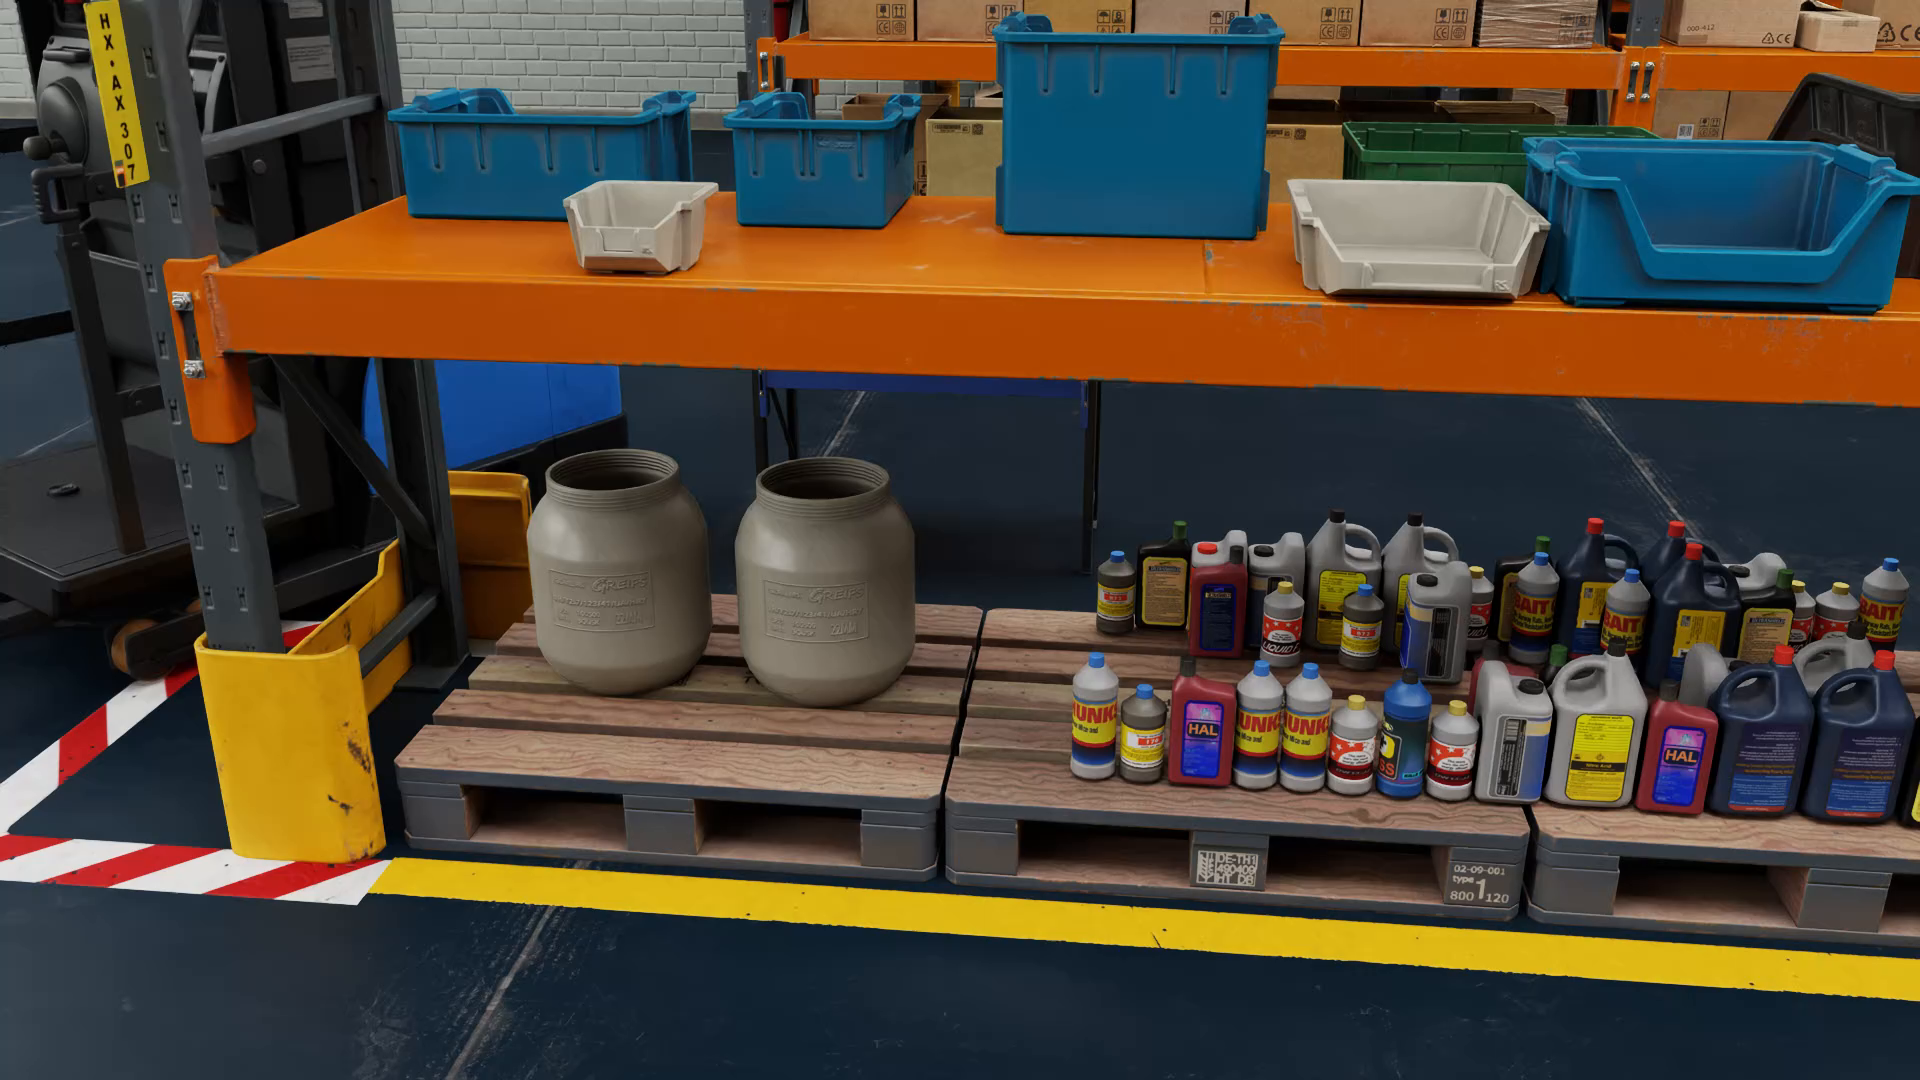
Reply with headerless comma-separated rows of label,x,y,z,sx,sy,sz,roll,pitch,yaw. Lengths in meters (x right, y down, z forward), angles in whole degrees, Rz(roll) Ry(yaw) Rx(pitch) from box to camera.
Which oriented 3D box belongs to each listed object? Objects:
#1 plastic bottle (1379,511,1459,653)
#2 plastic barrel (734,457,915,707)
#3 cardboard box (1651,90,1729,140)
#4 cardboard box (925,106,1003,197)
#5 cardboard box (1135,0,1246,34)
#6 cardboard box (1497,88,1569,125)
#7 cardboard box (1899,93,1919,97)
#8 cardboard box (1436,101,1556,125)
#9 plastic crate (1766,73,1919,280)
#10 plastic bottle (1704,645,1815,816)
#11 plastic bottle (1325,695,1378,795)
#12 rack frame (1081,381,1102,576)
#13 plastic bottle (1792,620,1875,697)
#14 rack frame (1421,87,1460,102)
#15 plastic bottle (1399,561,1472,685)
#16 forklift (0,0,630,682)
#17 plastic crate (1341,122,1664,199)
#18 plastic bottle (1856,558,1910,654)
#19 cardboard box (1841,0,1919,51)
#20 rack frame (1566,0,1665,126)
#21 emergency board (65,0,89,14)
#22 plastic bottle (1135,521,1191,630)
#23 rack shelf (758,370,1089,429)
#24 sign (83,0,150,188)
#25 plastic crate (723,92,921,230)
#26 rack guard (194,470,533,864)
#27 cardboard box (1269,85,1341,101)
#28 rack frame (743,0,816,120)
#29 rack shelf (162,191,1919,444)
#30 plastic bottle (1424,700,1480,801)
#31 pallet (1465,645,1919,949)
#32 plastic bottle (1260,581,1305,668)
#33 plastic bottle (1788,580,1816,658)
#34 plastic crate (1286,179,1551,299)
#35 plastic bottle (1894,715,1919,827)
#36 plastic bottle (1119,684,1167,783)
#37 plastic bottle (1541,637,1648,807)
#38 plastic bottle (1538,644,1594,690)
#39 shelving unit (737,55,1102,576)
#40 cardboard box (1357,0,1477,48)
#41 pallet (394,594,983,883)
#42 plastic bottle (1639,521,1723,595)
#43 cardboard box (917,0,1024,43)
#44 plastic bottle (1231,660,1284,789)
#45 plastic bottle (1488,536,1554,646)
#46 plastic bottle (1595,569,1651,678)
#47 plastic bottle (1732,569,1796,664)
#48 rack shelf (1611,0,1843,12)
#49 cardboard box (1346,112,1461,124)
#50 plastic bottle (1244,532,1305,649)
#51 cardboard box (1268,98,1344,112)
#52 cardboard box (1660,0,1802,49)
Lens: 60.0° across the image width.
plastic bottle,1.134,0.098,4.116,0.185,0.351,0.144,2,22,6
plastic barrel,-0.316,0.095,3.933,0.421,0.512,0.421,0,22,0
cardboard box,5.416,-3.309,12.530,0.500,0.500,0.700,3,22,7
cardboard box,0.113,-1.837,8.156,0.500,0.500,0.500,2,22,6
cardboard box,1.110,-2.653,7.934,0.500,0.500,0.700,3,22,8
cardboard box,4.395,-3.349,12.634,0.500,0.500,0.700,3,22,8
cardboard box,6.913,-3.214,12.292,0.500,0.500,0.700,3,22,7
cardboard box,2.659,-1.924,8.375,0.500,0.500,0.500,2,22,6
plastic crate,1.991,-0.756,3.357,0.504,0.338,0.767,2,22,6
plastic bottle,1.632,0.380,3.402,0.185,0.351,0.144,1,22,4
plastic bottle,0.826,0.423,3.497,0.097,0.201,0.097,0,22,0
rack frame,0.420,-0.679,5.118,0.032,1.500,0.500,2,22,6
plastic bottle,1.839,0.336,3.514,0.185,0.351,0.144,2,22,6
rack frame,3.662,-4.333,12.320,0.127,3.000,1.000,2,22,6
plastic bottle,1.141,0.188,3.990,0.135,0.276,0.152,2,22,6
forklift,-2.423,-1.185,4.450,1.130,2.935,3.031,15,26,33
plastic crate,1.181,-0.779,3.619,0.662,0.188,0.450,2,22,6
plastic bottle,2.231,0.174,4.031,0.097,0.271,0.097,0,22,0
cardboard box,4.366,-2.509,7.570,0.500,0.500,0.500,4,22,10
rack frame,3.083,-2.524,7.745,0.127,3.000,1.000,2,22,6
emergency board,-7.921,-5.172,14.442,0.643,1.169,0.194,2,22,6
plastic bottle,0.517,0.087,4.235,0.133,0.283,0.061,3,22,8
rack shelf,-0.085,-0.534,5.240,1.000,0.185,0.538,2,22,6
sign,-1.545,-0.817,3.050,0.005,0.325,0.100,2,22,6
plastic crate,-0.300,-0.877,3.781,0.408,0.251,0.499,2,22,6
rack guard,-1.395,0.260,4.103,0.348,0.500,1.175,2,22,6
cardboard box,2.626,-3.405,12.775,0.500,0.500,0.500,1,22,2
rack frame,-0.890,-2.697,8.183,0.127,3.000,1.000,2,22,6
rack shelf,0.510,-0.468,3.522,4.000,0.370,1.077,2,22,6
plastic bottle,1.030,0.432,3.474,0.097,0.201,0.097,0,22,0
pallet,1.834,0.537,3.796,1.213,0.211,1.003,2,22,6
plastic bottle,0.788,0.200,4.061,0.097,0.201,0.097,0,22,0
plastic bottle,2.029,0.198,4.066,0.097,0.201,0.097,0,22,0
plastic crate,0.854,-0.571,3.163,0.437,0.136,0.530,2,22,6
plastic bottle,1.979,0.442,3.337,0.133,0.283,0.061,4,22,9
plastic bottle,0.390,0.404,3.545,0.097,0.201,0.097,0,22,0
plastic bottle,1.311,0.366,3.438,0.185,0.351,0.144,2,22,6
plastic bottle,1.298,0.359,3.548,0.133,0.283,0.061,2,22,6
shelving unit,-0.085,-0.701,5.173,1.048,1.500,0.538,2,22,6
cardboard box,2.117,-2.608,7.821,0.500,0.500,0.700,2,22,6
pallet,-0.589,0.431,4.063,1.213,0.211,1.003,2,22,6
plastic bottle,1.743,0.125,4.049,0.185,0.351,0.144,3,22,8
cardboard box,0.094,-2.698,8.048,0.500,0.500,0.700,3,22,8
plastic bottle,0.628,0.382,3.506,0.097,0.271,0.097,0,22,0
plastic bottle,1.397,0.126,4.138,0.133,0.283,0.061,3,22,9
plastic bottle,1.585,0.200,3.968,0.097,0.271,0.097,0,22,0
plastic bottle,1.895,0.204,3.941,0.133,0.283,0.061,2,22,6
rack shelf,5.648,-3.912,12.233,4.000,0.370,1.077,2,22,6
cardboard box,2.101,-1.756,7.950,0.500,0.500,0.500,2,22,6
plastic bottle,0.784,0.119,4.164,0.135,0.276,0.152,2,22,5
cardboard box,1.666,-1.967,8.485,0.500,0.500,0.500,2,22,6
cardboard box,3.577,-2.449,7.759,0.500,0.250,0.500,4,22,10
